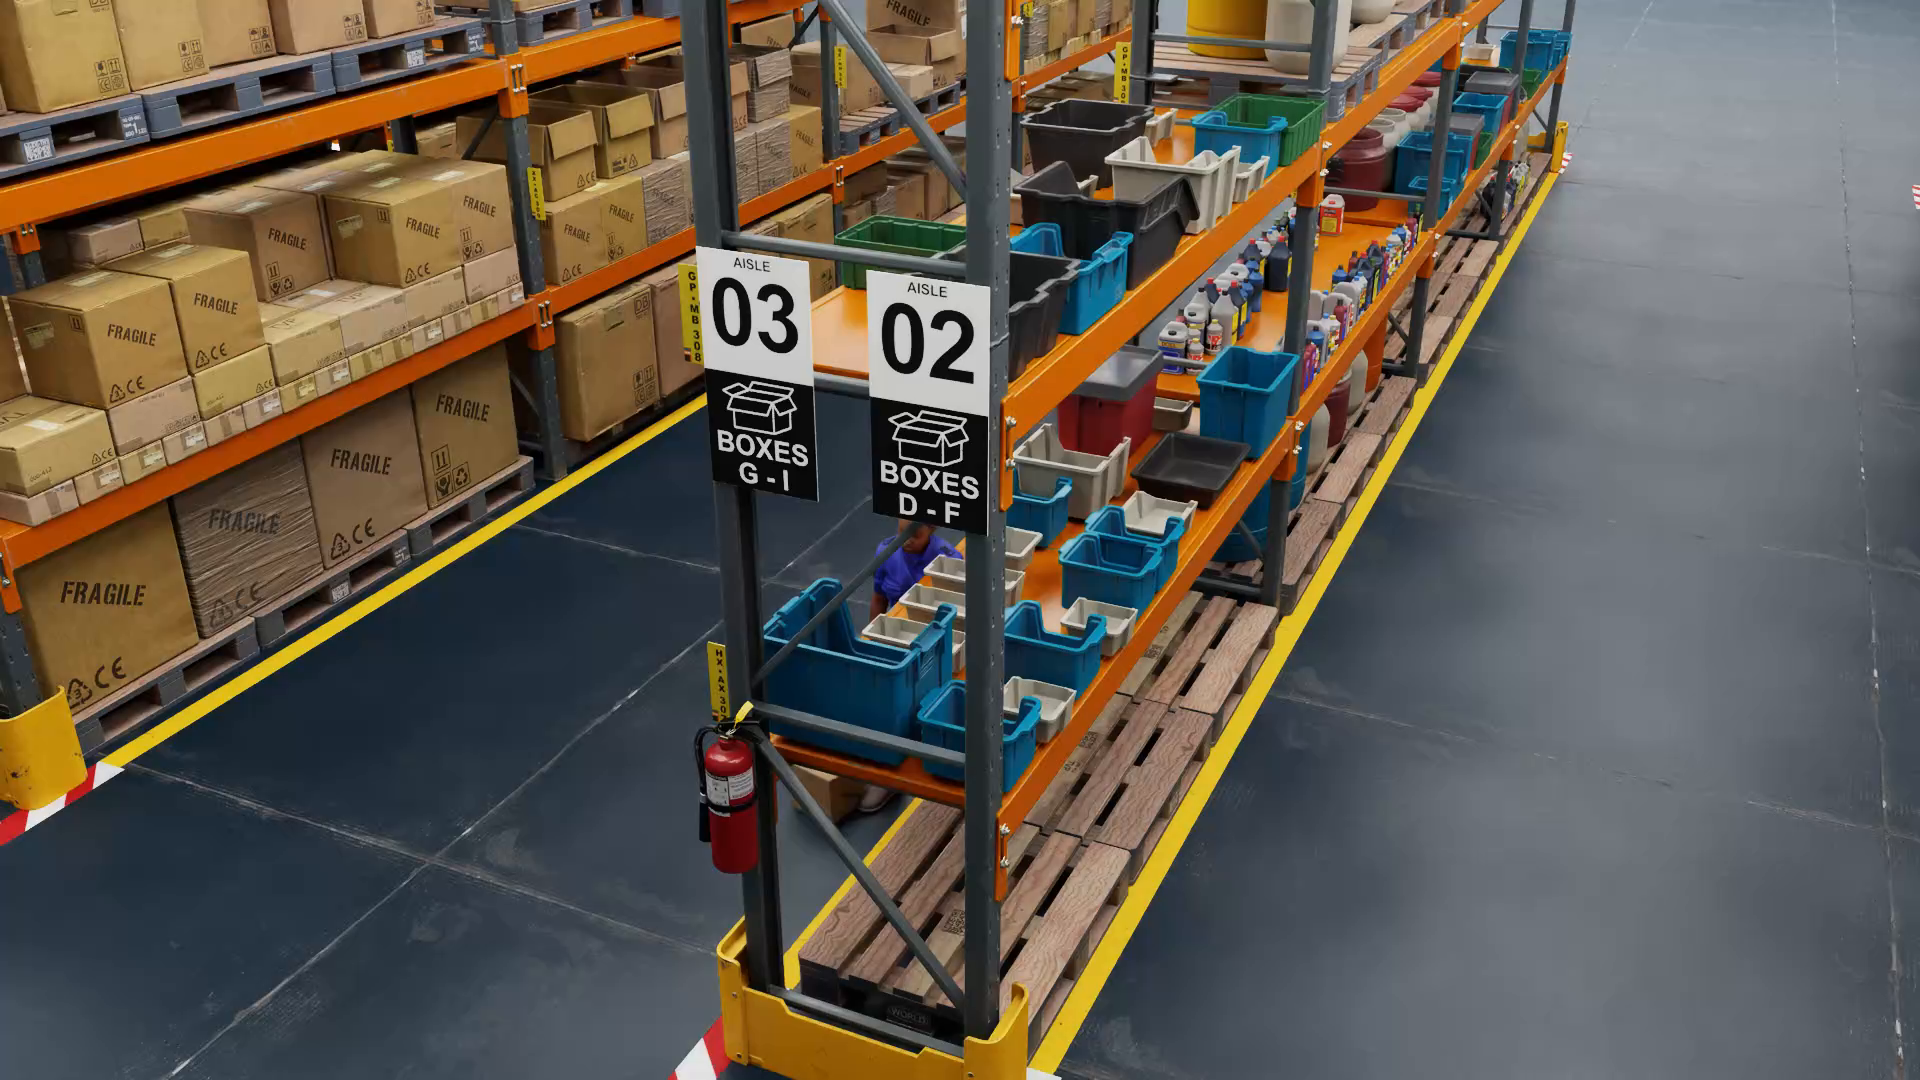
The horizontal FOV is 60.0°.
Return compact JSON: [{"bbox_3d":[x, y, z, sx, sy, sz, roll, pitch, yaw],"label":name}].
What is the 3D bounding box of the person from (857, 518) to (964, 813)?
[{"bbox_3d":[-0.202,0.522,7.564,0.528,1.653,0.350,10,28,18],"label":"person"}]
